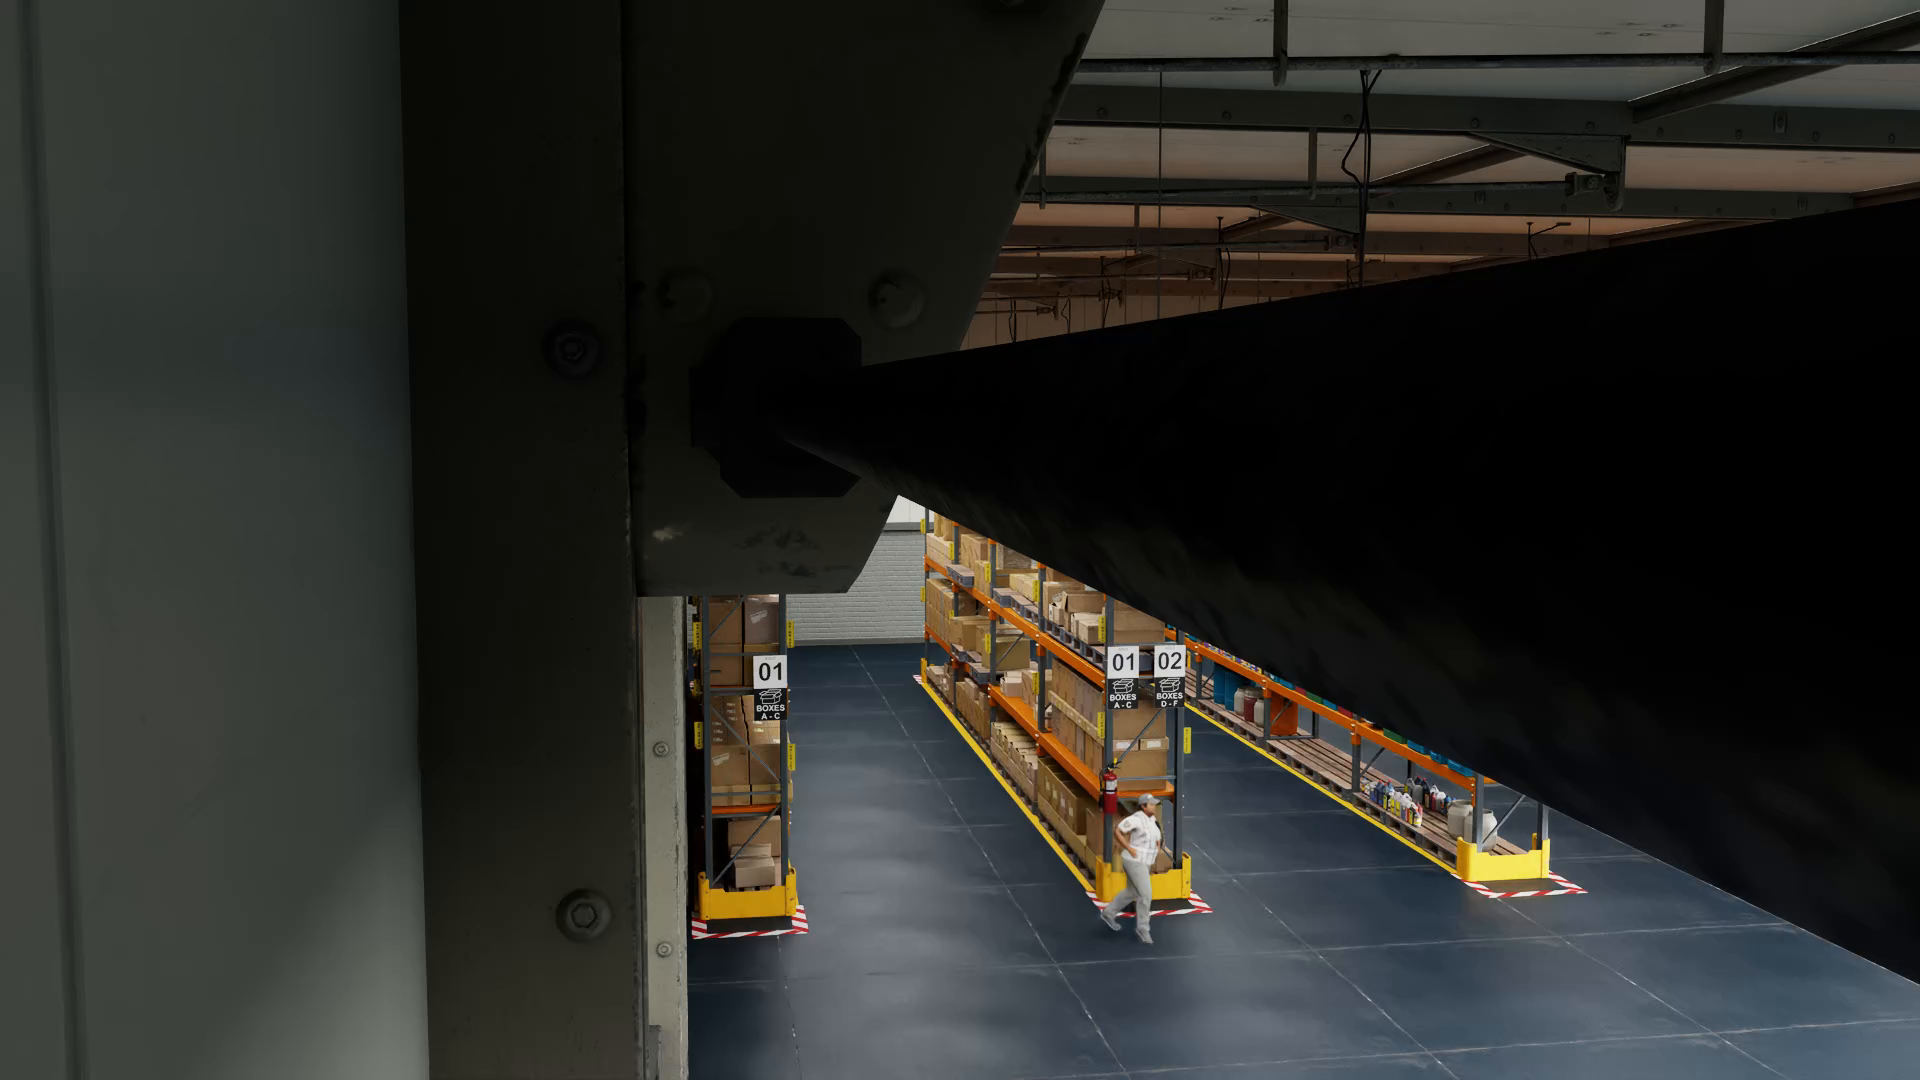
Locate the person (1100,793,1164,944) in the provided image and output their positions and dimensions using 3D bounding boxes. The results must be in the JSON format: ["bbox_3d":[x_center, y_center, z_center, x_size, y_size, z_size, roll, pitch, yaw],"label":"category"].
[{"bbox_3d":[2.049,3.818,19.535,0.759,1.711,0.660,3,6,29],"label":"person"}]
